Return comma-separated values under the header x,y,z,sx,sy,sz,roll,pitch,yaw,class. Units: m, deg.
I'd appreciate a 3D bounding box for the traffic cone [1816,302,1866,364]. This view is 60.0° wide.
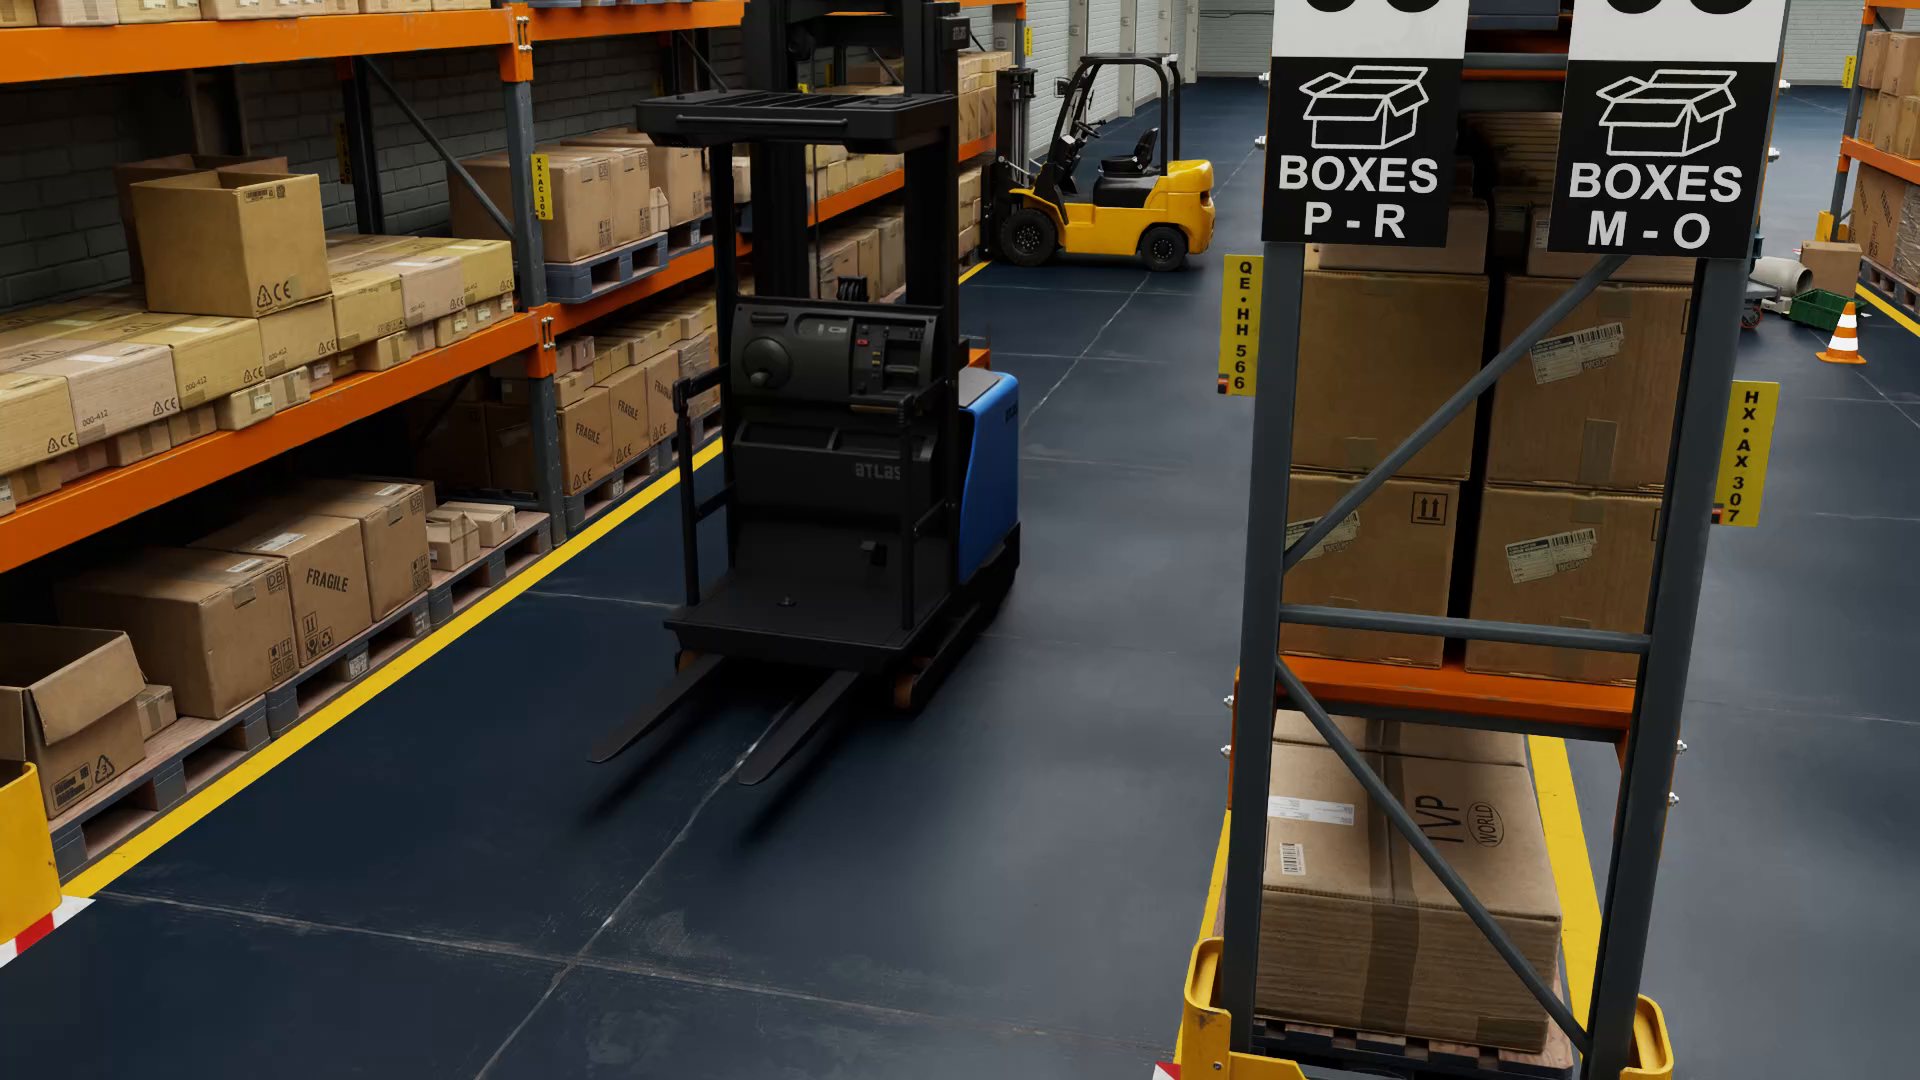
x,y,z,sx,sy,sz,roll,pitch,yaw,class
7.139,-1.685,13.406,0.336,0.463,0.334,5,19,13,traffic cone

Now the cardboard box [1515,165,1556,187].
x,y,z,sx,sy,sz,roll,pitch,yaw,class
1.746,-0.946,4.611,0.380,0.149,0.250,4,19,12,cardboard box

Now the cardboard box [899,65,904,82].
x,y,z,sx,sy,sz,roll,pitch,yaw,class
-0.383,-4.599,16.393,0.380,0.149,0.250,5,19,14,cardboard box

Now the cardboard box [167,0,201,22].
x,y,z,sx,sy,sz,roll,pitch,yaw,class
-3.000,-1.956,6.023,0.380,0.149,0.250,4,19,13,cardboard box

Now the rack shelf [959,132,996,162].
x,y,z,sx,sy,sz,roll,pitch,yaw,class
-0.219,-4.224,18.025,1.077,0.370,4.000,5,19,13,rack shelf

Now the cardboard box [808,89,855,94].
x,y,z,sx,sy,sz,roll,pitch,yaw,class
-1.180,-4.040,15.216,0.380,0.149,0.250,5,19,13,cardboard box

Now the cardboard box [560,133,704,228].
x,y,z,sx,sy,sz,roll,pitch,yaw,class
-2.009,-2.218,10.236,0.700,0.500,0.500,5,19,13,cardboard box

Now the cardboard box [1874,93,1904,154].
x,y,z,sx,sy,sz,roll,pitch,yaw,class
9.490,-4.052,16.178,0.875,0.550,0.550,5,19,13,cardboard box

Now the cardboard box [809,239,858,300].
x,y,z,sx,sy,sz,roll,pitch,yaw,class
-1.368,-2.158,13.890,0.875,0.625,0.625,5,20,15,cardboard box

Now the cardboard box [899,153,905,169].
x,y,z,sx,sy,sz,roll,pitch,yaw,class
-0.695,-3.529,15.112,0.500,0.250,0.500,5,19,13,cardboard box

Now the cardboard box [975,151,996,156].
x,y,z,sx,sy,sz,roll,pitch,yaw,class
0.459,-4.393,19.464,0.500,0.250,0.500,5,20,15,cardboard box

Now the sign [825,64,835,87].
x,y,z,sx,sy,sz,roll,pitch,yaw,class
-1.246,-4.428,16.048,0.100,0.325,0.005,5,19,13,sign

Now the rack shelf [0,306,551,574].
x,y,z,sx,sy,sz,roll,pitch,yaw,class
-3.151,-0.462,7.013,1.077,0.370,4.000,5,19,13,rack shelf

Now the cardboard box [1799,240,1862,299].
x,y,z,sx,sy,sz,roll,pitch,yaw,class
8.315,-2.573,15.943,0.500,0.500,0.500,8,21,23,cardboard box

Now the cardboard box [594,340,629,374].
x,y,z,sx,sy,sz,roll,pitch,yaw,class
-2.219,-1.105,9.996,0.380,0.149,0.250,4,19,12,cardboard box

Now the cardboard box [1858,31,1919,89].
x,y,z,sx,sy,sz,roll,pitch,yaw,class
9.780,-4.909,17.018,0.875,0.550,0.550,5,19,13,cardboard box

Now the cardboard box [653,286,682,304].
x,y,z,sx,sy,sz,roll,pitch,yaw,class
-2.189,-1.702,11.743,0.380,0.149,0.250,5,19,14,cardboard box

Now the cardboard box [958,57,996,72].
x,y,z,sx,sy,sz,roll,pitch,yaw,class
0.172,-5.149,18.003,0.380,0.149,0.250,5,19,14,cardboard box

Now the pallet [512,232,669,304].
x,y,z,sx,sy,sz,roll,pitch,yaw,class
-2.361,-1.581,9.472,1.003,0.211,1.213,5,19,13,pallet

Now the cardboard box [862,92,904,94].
x,y,z,sx,sy,sz,roll,pitch,yaw,class
-0.668,-3.919,14.862,0.380,0.149,0.250,4,19,12,cardboard box

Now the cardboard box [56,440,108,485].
x,y,z,sx,sy,sz,roll,pitch,yaw,class
-3.246,-0.307,5.834,0.380,0.149,0.250,4,19,13,cardboard box

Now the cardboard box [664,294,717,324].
x,y,z,sx,sy,sz,roll,pitch,yaw,class
-1.813,-1.585,11.402,0.380,0.149,0.250,5,20,15,cardboard box

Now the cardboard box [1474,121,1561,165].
x,y,z,sx,sy,sz,roll,pitch,yaw,class
2.074,-1.431,6.031,0.380,0.149,0.250,5,19,13,cardboard box

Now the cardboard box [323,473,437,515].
x,y,z,sx,sy,sz,roll,pitch,yaw,class
-3.053,-0.168,8.548,0.500,0.311,0.500,5,20,15,cardboard box

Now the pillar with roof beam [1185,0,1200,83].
x,y,z,sx,sy,sz,roll,pitch,yaw,class
10.730,-16.946,44.878,9.100,9.000,0.400,5,19,13,pillar with roof beam

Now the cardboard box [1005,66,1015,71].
x,y,z,sx,sy,sz,roll,pitch,yaw,class
0.423,-5.332,18.999,0.380,0.149,0.250,5,19,14,cardboard box

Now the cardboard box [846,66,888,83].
x,y,z,sx,sy,sz,roll,pitch,yaw,class
-0.923,-4.556,16.267,0.380,0.149,0.250,5,19,14,cardboard box

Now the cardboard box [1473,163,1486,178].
x,y,z,sx,sy,sz,roll,pitch,yaw,class
2.057,-1.071,5.981,0.500,0.500,0.500,5,19,14,cardboard box

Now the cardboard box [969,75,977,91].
x,y,z,sx,sy,sz,roll,pitch,yaw,class
-0.034,-4.769,17.352,0.380,0.149,0.250,4,19,12,cardboard box

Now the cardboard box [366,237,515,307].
x,y,z,sx,sy,sz,roll,pitch,yaw,class
-2.550,-1.321,8.185,0.500,0.250,0.500,5,20,15,cardboard box

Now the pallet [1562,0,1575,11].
x,y,z,sx,sy,sz,roll,pitch,yaw,class
1.642,-1.780,5.253,1.003,0.211,1.213,5,19,13,pallet

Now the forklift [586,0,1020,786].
x,y,z,sx,sy,sz,roll,pitch,yaw,class
-0.613,-0.801,6.997,1.130,2.935,3.031,6,20,16,forklift

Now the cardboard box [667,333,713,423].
x,y,z,sx,sy,sz,roll,pitch,yaw,class
-1.947,-1.065,10.883,0.500,0.500,0.500,4,19,11,cardboard box

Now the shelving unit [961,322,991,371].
x,y,z,sx,sy,sz,roll,pitch,yaw,class
-0.025,-0.525,8.869,0.258,1.200,0.503,5,20,16,shelving unit

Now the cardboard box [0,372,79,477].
x,y,z,sx,sy,sz,roll,pitch,yaw,class
-3.268,-0.367,5.392,0.500,0.250,0.500,5,19,14,cardboard box

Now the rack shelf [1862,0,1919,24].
x,y,z,sx,sy,sz,roll,pitch,yaw,class
9.420,-4.893,15.344,1.077,0.370,4.000,5,19,13,rack shelf

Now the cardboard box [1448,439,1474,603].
x,y,z,sx,sy,sz,roll,pitch,yaw,class
1.667,-0.121,4.746,0.500,0.500,0.500,4,19,13,cardboard box

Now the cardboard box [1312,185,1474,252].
x,y,z,sx,sy,sz,roll,pitch,yaw,class
1.107,-0.822,4.249,0.380,0.149,0.250,5,19,14,cardboard box

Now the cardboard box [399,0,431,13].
x,y,z,sx,sy,sz,roll,pitch,yaw,class
-2.601,-2.434,7.422,0.380,0.149,0.250,5,20,15,cardboard box

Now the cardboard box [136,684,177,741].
x,y,z,sx,sy,sz,roll,pitch,yaw,class
-3.257,0.660,6.375,0.380,0.149,0.250,4,19,11,cardboard box

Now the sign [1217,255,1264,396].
x,y,z,sx,sy,sz,roll,pitch,yaw,class
0.652,-0.492,3.830,0.100,0.325,0.005,5,19,13,sign

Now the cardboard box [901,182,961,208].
x,y,z,sx,sy,sz,roll,pitch,yaw,class
-0.285,-3.435,16.660,0.500,0.250,0.500,4,19,13,cardboard box

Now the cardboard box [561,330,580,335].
x,y,z,sx,sy,sz,roll,pitch,yaw,class
-2.586,-1.215,10.317,0.380,0.149,0.250,5,20,15,cardboard box

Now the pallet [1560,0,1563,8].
x,y,z,sx,sy,sz,roll,pitch,yaw,class
1.942,-2.161,6.369,1.003,0.211,1.213,5,19,13,pallet

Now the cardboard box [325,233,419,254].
x,y,z,sx,sy,sz,roll,pitch,yaw,class
-3.045,-1.366,8.317,0.500,0.250,0.500,4,19,13,cardboard box

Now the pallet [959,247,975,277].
x,y,z,sx,sy,sz,roll,pitch,yaw,class
-0.473,-2.864,17.244,1.003,0.211,1.213,5,19,13,pallet

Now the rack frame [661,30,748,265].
x,y,z,sx,sy,sz,roll,pitch,yaw,class
-1.685,-2.683,12.403,1.000,3.000,0.127,5,19,13,rack frame

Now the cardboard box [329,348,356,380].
x,y,z,sx,sy,sz,roll,pitch,yaw,class
-2.875,-0.790,7.248,0.380,0.149,0.250,5,19,14,cardboard box

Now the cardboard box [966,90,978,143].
x,y,z,sx,sy,sz,roll,pitch,yaw,class
-0.112,-4.426,17.351,0.500,0.500,0.500,4,19,13,cardboard box

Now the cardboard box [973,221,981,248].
x,y,z,sx,sy,sz,roll,pitch,yaw,class
-0.049,-3.283,17.762,0.500,0.250,0.500,5,19,14,cardboard box
